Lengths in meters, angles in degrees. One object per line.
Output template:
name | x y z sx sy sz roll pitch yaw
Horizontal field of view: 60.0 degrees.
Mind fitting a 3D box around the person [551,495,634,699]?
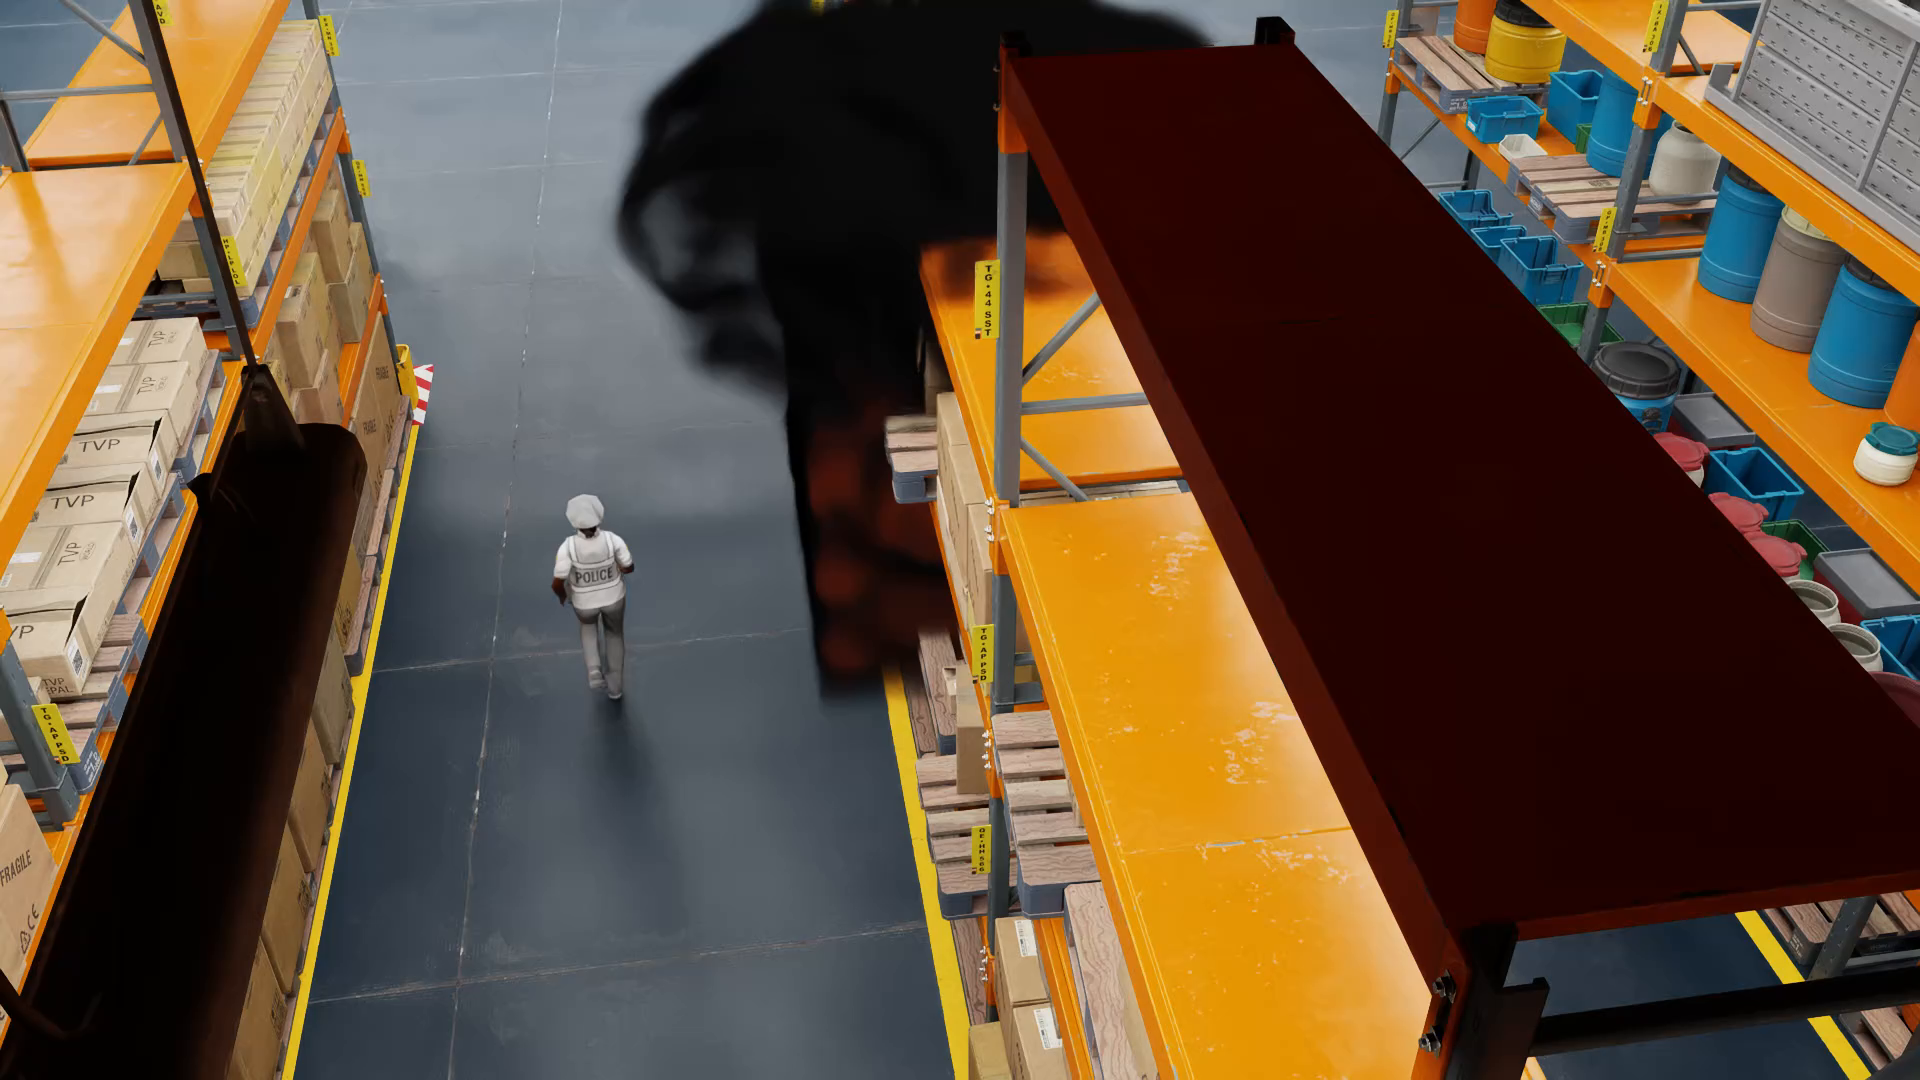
person | -2.532 0.372 11.563 0.570 1.656 0.553 -10 37 -13
